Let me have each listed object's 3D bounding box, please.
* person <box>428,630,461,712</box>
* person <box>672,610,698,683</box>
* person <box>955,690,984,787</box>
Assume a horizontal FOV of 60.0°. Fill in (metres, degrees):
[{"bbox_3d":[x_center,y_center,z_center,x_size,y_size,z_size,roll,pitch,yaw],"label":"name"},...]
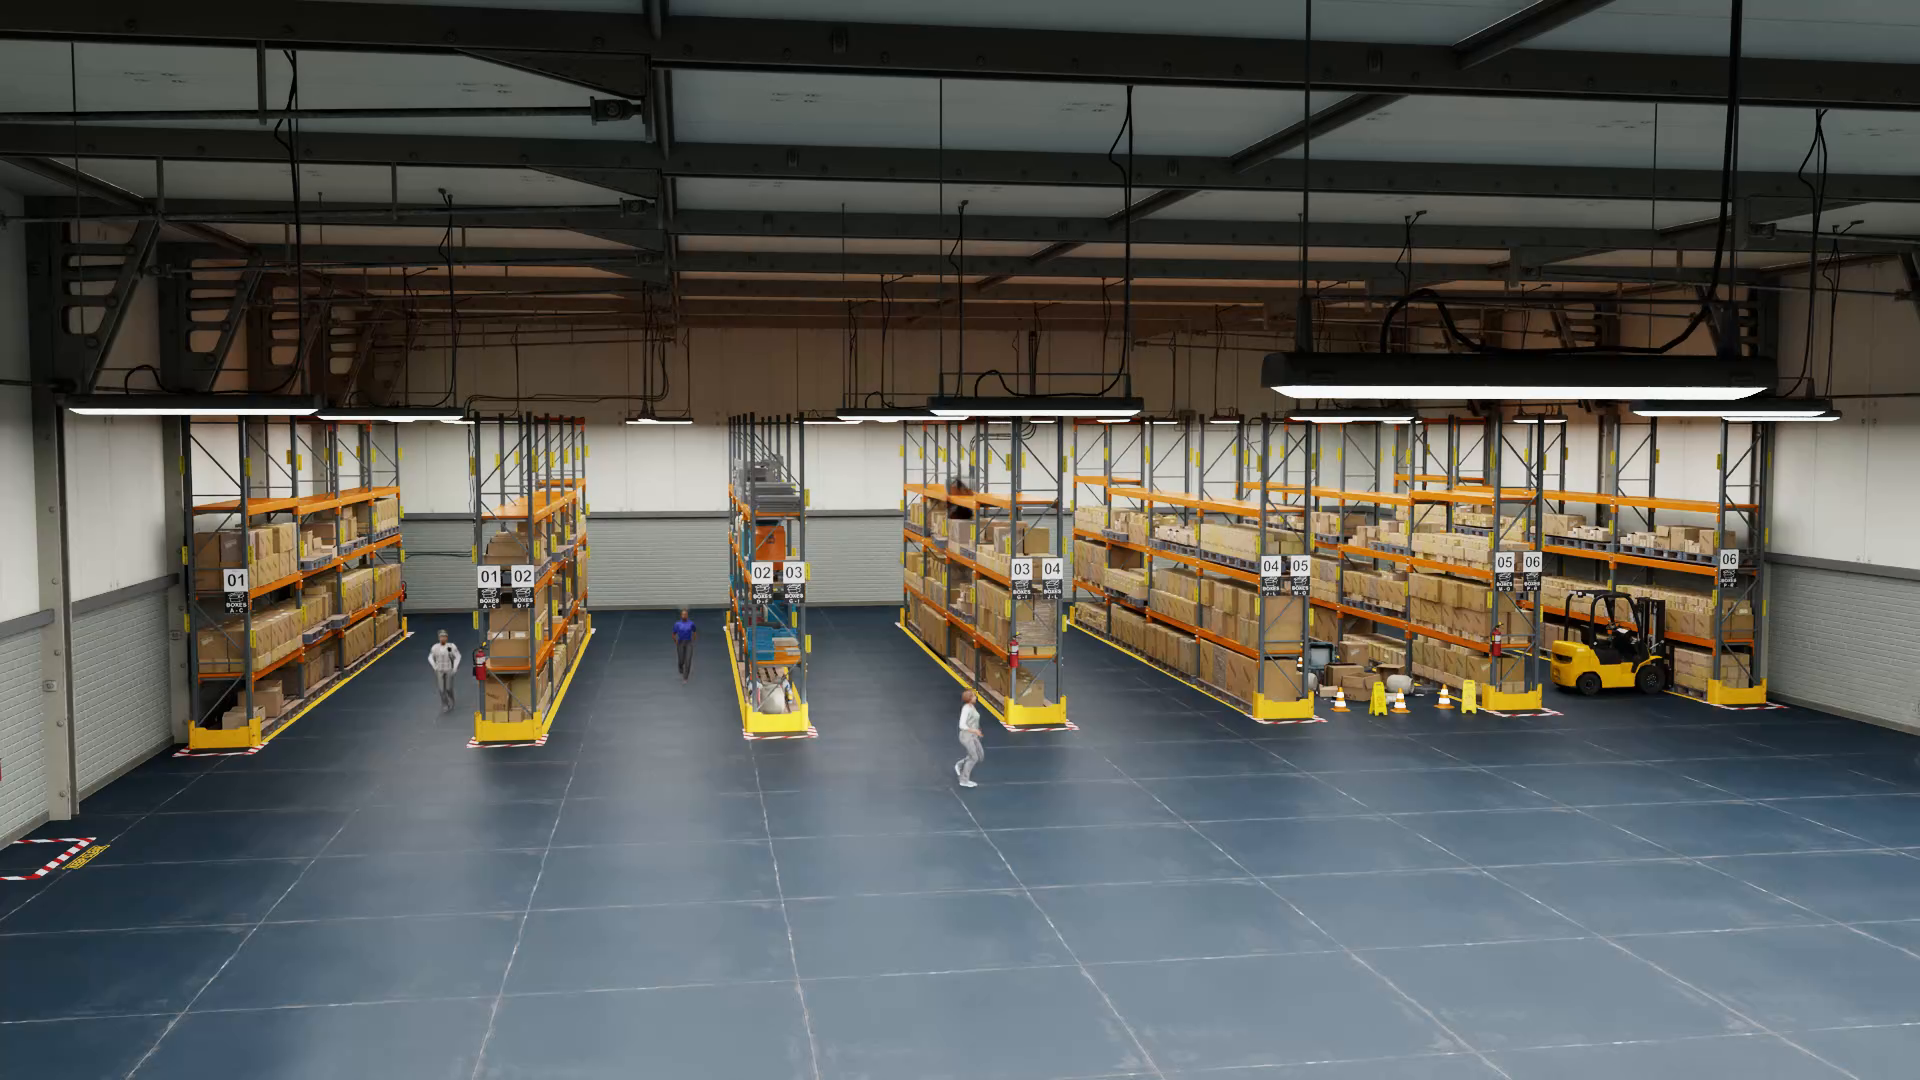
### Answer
[{"bbox_3d":[-10.360,2.625,33.359,0.619,1.659,0.515,-1,4,-8],"label":"person"},{"bbox_3d":[-6.204,2.384,37.454,0.556,1.613,0.669,-1,4,-15],"label":"person"},{"bbox_3d":[0.149,3.148,26.403,0.530,1.554,0.512,1,4,15],"label":"person"}]
